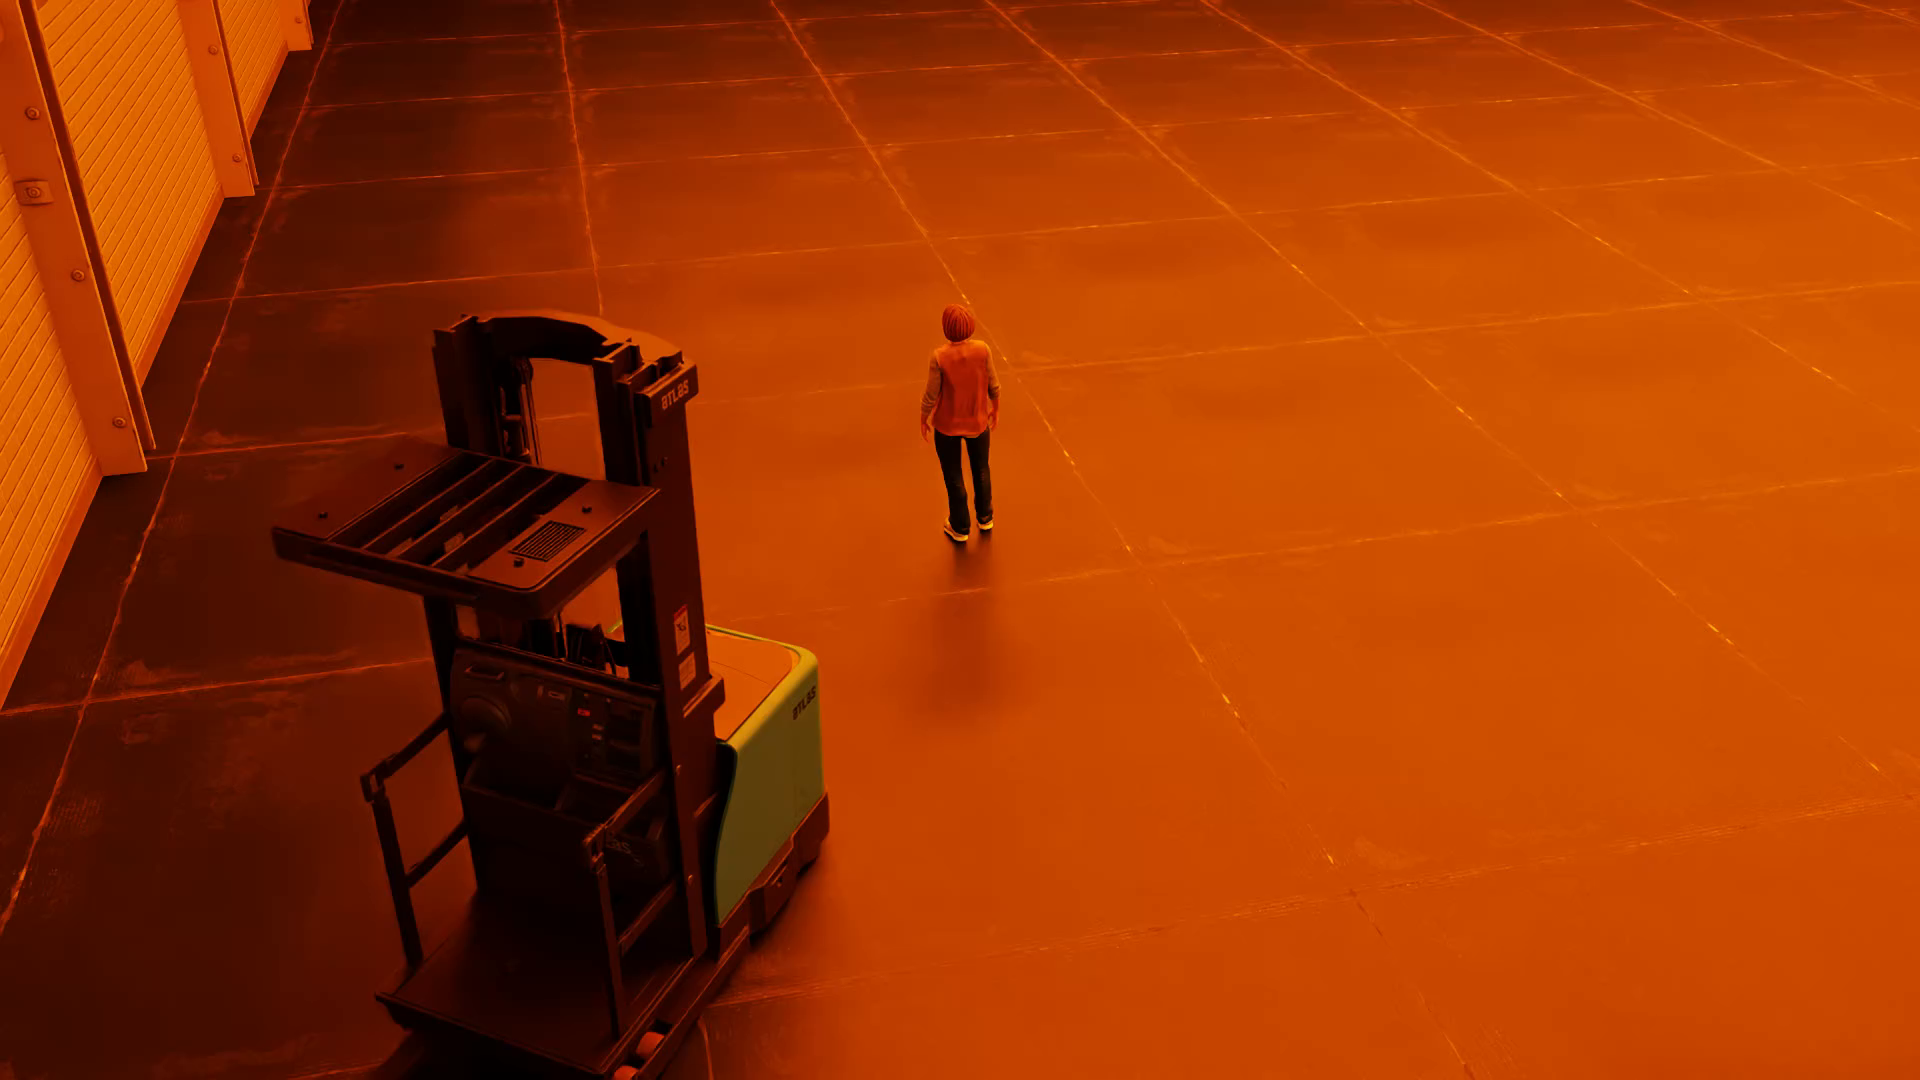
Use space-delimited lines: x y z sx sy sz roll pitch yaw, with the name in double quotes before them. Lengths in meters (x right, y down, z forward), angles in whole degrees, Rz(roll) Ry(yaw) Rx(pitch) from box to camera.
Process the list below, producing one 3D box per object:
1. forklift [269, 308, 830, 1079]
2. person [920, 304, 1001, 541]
"forklift" -1.669 0.742 6.292 1.130 2.935 3.031 12 32 20
"person" -0.004 -0.735 10.161 0.520 1.596 0.475 -7 31 -12
